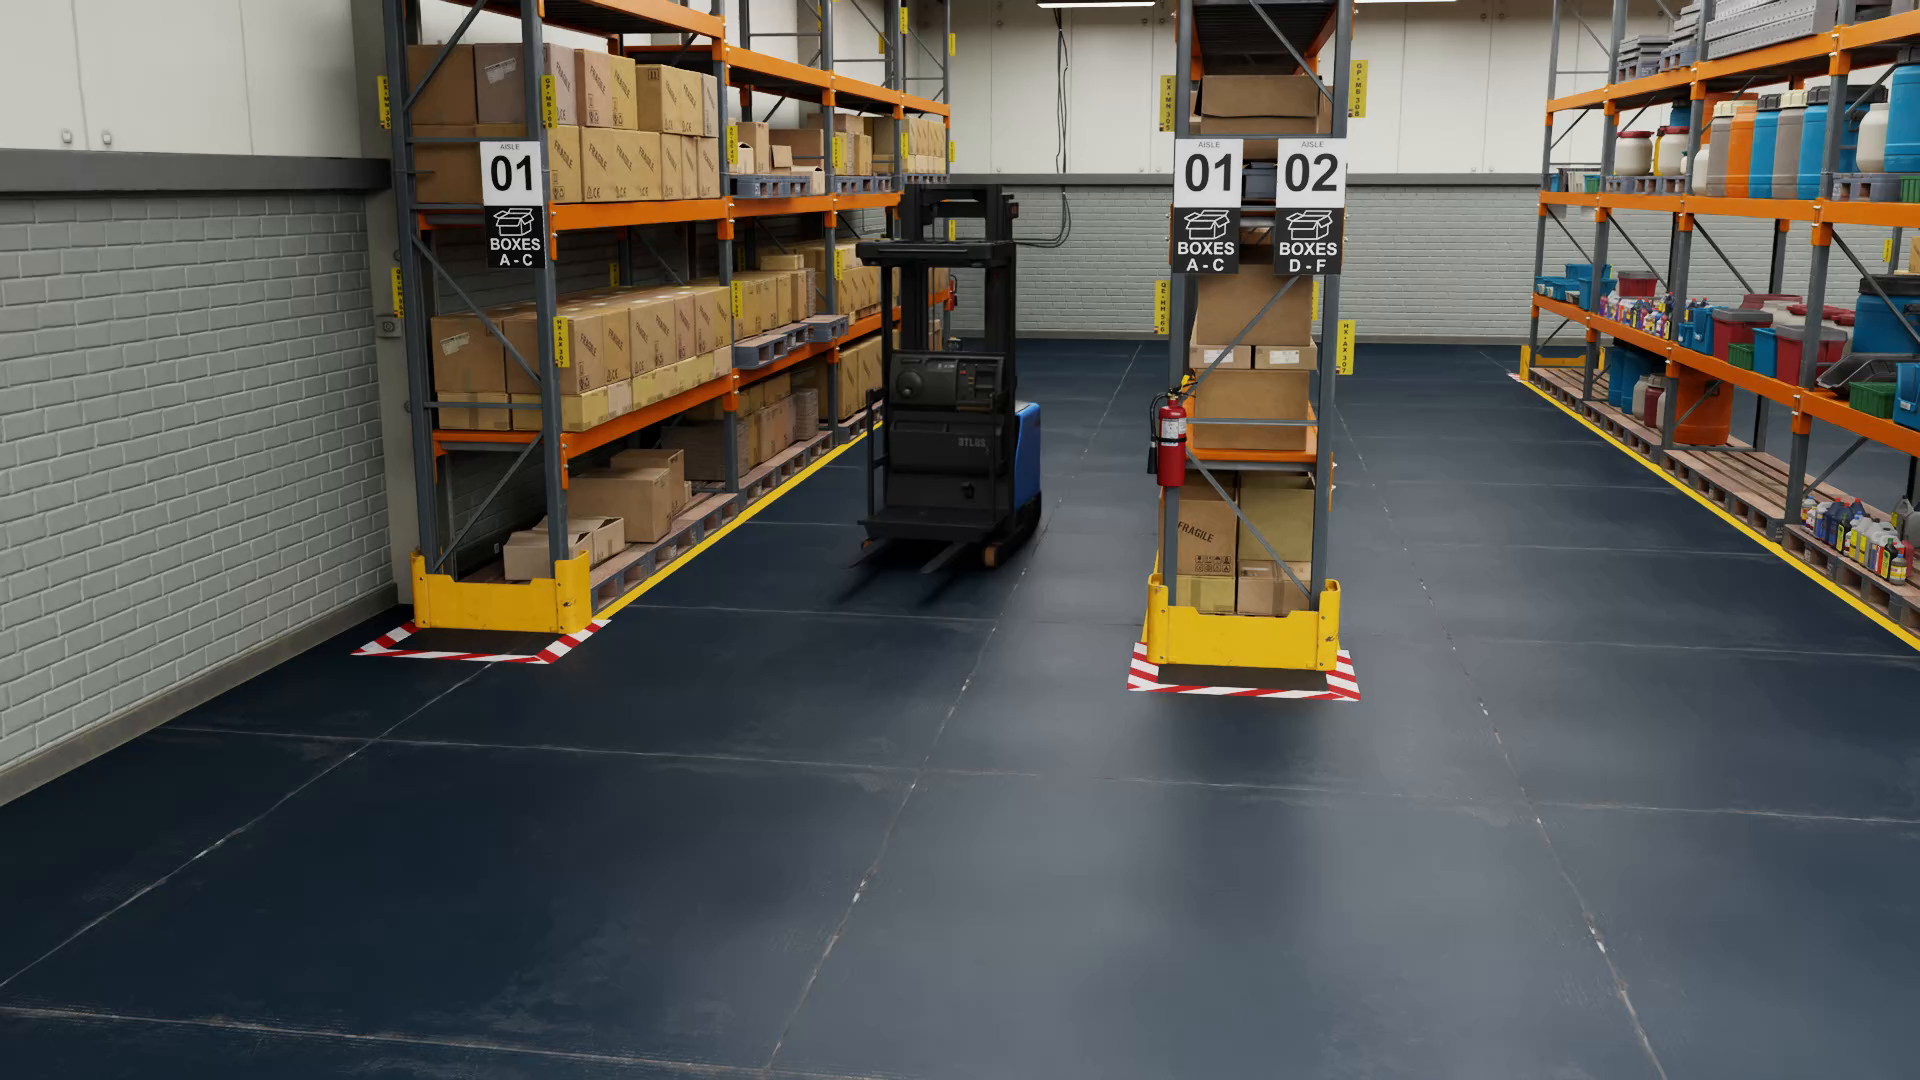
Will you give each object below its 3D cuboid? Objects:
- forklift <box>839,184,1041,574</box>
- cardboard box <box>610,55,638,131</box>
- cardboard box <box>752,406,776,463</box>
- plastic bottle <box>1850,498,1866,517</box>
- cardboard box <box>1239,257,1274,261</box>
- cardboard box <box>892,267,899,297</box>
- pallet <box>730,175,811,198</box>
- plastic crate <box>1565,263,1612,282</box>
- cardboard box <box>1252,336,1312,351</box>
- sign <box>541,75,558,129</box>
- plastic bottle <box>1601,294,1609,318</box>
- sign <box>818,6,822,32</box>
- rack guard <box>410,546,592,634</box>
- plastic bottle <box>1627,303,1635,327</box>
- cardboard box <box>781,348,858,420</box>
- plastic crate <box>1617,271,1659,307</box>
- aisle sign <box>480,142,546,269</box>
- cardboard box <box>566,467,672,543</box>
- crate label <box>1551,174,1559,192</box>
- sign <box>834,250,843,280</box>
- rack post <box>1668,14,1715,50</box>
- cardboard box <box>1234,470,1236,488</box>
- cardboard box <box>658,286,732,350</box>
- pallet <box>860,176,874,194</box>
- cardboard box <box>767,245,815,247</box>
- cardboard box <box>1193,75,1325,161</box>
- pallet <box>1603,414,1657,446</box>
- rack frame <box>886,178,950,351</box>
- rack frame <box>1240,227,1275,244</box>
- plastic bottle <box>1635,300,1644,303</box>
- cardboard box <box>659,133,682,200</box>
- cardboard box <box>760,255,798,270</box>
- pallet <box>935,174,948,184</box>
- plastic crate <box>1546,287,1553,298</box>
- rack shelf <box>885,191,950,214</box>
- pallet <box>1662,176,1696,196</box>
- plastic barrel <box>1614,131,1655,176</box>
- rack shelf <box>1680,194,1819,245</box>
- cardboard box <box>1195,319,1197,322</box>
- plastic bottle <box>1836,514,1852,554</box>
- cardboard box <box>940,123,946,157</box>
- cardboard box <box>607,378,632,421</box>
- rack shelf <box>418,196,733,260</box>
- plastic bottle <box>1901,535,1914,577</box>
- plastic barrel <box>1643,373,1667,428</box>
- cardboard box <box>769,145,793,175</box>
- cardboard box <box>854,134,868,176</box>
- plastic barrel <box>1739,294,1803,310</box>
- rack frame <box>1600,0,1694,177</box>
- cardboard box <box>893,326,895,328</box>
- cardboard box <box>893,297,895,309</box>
[{"bbox_3d":[-0.160,-1.306,13.095,1.130,2.935,3.031,3,13,15],"label":"forklift"},{"bbox_3d":[-2.627,-3.173,11.819,0.500,0.500,0.500,2,12,10],"label":"cardboard box"},{"bbox_3d":[-2.261,-1.071,16.732,0.700,0.500,0.500,2,12,9],"label":"cardboard box"},{"bbox_3d":[6.891,-0.150,12.812,0.144,0.351,0.185,2,12,9],"label":"plastic bottle"},{"bbox_3d":[1.942,-1.618,11.065,0.700,0.500,0.500,2,12,7],"label":"cardboard box"},{"bbox_3d":[-1.098,-3.475,22.007,0.500,0.500,0.500,2,12,8],"label":"cardboard box"},{"bbox_3d":[-2.150,-3.426,16.094,1.213,0.211,1.003,2,12,9],"label":"pallet"},{"bbox_3d":[9.261,-3.858,24.548,0.616,0.435,0.499,2,12,9],"label":"plastic crate"},{"bbox_3d":[2.166,-1.318,11.210,0.380,0.149,0.250,2,12,8],"label":"cardboard box"},{"bbox_3d":[-2.585,-2.753,10.454,0.100,0.325,0.005,2,12,9],"label":"sign"},{"bbox_3d":[8.015,-2.907,20.639,0.061,0.283,0.133,2,12,9],"label":"plastic bottle"},{"bbox_3d":[-1.821,-6.865,21.895,0.100,0.325,0.005,2,12,9],"label":"sign"},{"bbox_3d":[-3.110,0.329,11.281,1.175,0.500,0.348,2,12,9],"label":"rack guard"},{"bbox_3d":[7.828,-2.623,19.349,0.097,0.271,0.097,0,12,0],"label":"plastic bottle"},{"bbox_3d":[-1.648,-1.846,19.544,0.750,0.750,0.750,2,12,8],"label":"cardboard box"},{"bbox_3d":[8.898,-3.293,21.857,0.402,0.464,0.583,2,12,9],"label":"plastic crate"},{"bbox_3d":[-2.836,-2.123,10.555,0.394,0.787,0.004,2,12,9],"label":"aisle sign"},{"bbox_3d":[-2.676,-0.281,13.067,0.700,0.500,0.500,1,12,5],"label":"cardboard box"},{"bbox_3d":[8.667,-5.099,23.766,0.408,0.251,0.502,2,12,9],"label":"crate label"},{"bbox_3d":[-1.353,-3.054,18.485,0.100,0.325,0.005,2,12,9],"label":"sign"},{"bbox_3d":[7.969,-5.269,17.264,0.954,0.300,0.937,2,12,9],"label":"rack post"},{"bbox_3d":[2.445,-0.571,13.271,0.500,0.500,0.500,2,12,9],"label":"cardboard box"},{"bbox_3d":[-2.273,-1.905,14.239,0.500,0.500,0.500,2,12,9],"label":"cardboard box"},{"bbox_3d":[-1.675,-4.285,20.086,1.003,0.211,1.213,2,12,11],"label":"pallet"},{"bbox_3d":[-1.994,-3.324,19.525,0.500,0.250,0.500,1,12,7],"label":"cardboard box"},{"bbox_3d":[1.866,-2.628,10.371,0.797,0.503,0.637,3,12,13],"label":"cardboard box"},{"bbox_3d":[8.168,-1.277,19.418,1.003,0.211,1.213,2,12,9],"label":"pallet"},{"bbox_3d":[-0.661,-4.208,26.399,1.000,3.000,0.127,2,12,9],"label":"rack frame"},{"bbox_3d":[3.619,-3.216,21.794,1.000,3.000,0.127,2,12,9],"label":"rack frame"},{"bbox_3d":[8.073,-2.712,19.752,0.152,0.276,0.135,2,12,9],"label":"plastic bottle"},{"bbox_3d":[-2.478,-2.900,12.927,0.500,0.500,0.500,1,12,6],"label":"cardboard box"},{"bbox_3d":[-1.949,-2.983,17.895,0.380,0.149,0.250,0,12,-1],"label":"cardboard box"},{"bbox_3d":[-0.765,-5.476,25.374,1.003,0.211,1.213,2,12,9],"label":"pallet"},{"bbox_3d":[8.530,-3.541,23.789,0.250,0.136,0.298,2,12,9],"label":"plastic crate"},{"bbox_3d":[-0.968,-4.906,24.227,1.077,0.370,4.000,2,12,9],"label":"rack shelf"},{"bbox_3d":[8.112,-3.752,17.610,1.003,0.211,1.213,2,12,9],"label":"pallet"},{"bbox_3d":[8.185,-4.691,20.200,0.433,0.535,0.433,0,12,0],"label":"plastic barrel"},{"bbox_3d":[7.590,-2.920,15.010,1.077,0.370,4.000,2,12,9],"label":"rack shelf"},{"bbox_3d":[1.922,-1.544,12.260,0.380,0.149,0.250,2,12,8],"label":"cardboard box"},{"bbox_3d":[6.653,-0.049,12.505,0.061,0.283,0.133,2,12,11],"label":"plastic bottle"},{"bbox_3d":[-0.504,-6.060,25.217,0.500,0.500,0.500,2,12,8],"label":"cardboard box"},{"bbox_3d":[-2.667,-1.014,11.885,0.500,0.250,0.500,1,12,7],"label":"cardboard box"},{"bbox_3d":[-2.814,-2.408,12.636,1.077,0.370,4.000,2,12,9],"label":"rack shelf"},{"bbox_3d":[6.688,0.112,11.758,0.061,0.283,0.133,2,12,9],"label":"plastic bottle"},{"bbox_3d":[8.130,-1.586,18.958,0.600,0.588,0.708,2,12,9],"label":"plastic barrel"},{"bbox_3d":[-2.182,-3.802,17.104,0.797,0.503,0.637,4,13,17],"label":"cardboard box"},{"bbox_3d":[-1.541,-4.808,20.781,0.700,0.500,0.500,2,12,8],"label":"cardboard box"},{"bbox_3d":[8.126,-2.182,16.674,0.600,0.536,0.708,2,12,9],"label":"plastic barrel"},{"bbox_3d":[8.513,-5.987,20.414,1.000,3.000,0.127,2,12,9],"label":"rack frame"},{"bbox_3d":[-1.081,-3.075,24.540,0.380,0.149,0.250,2,12,8],"label":"cardboard box"},{"bbox_3d":[-1.064,-3.129,21.943,0.380,0.149,0.250,2,12,10],"label":"cardboard box"}]
